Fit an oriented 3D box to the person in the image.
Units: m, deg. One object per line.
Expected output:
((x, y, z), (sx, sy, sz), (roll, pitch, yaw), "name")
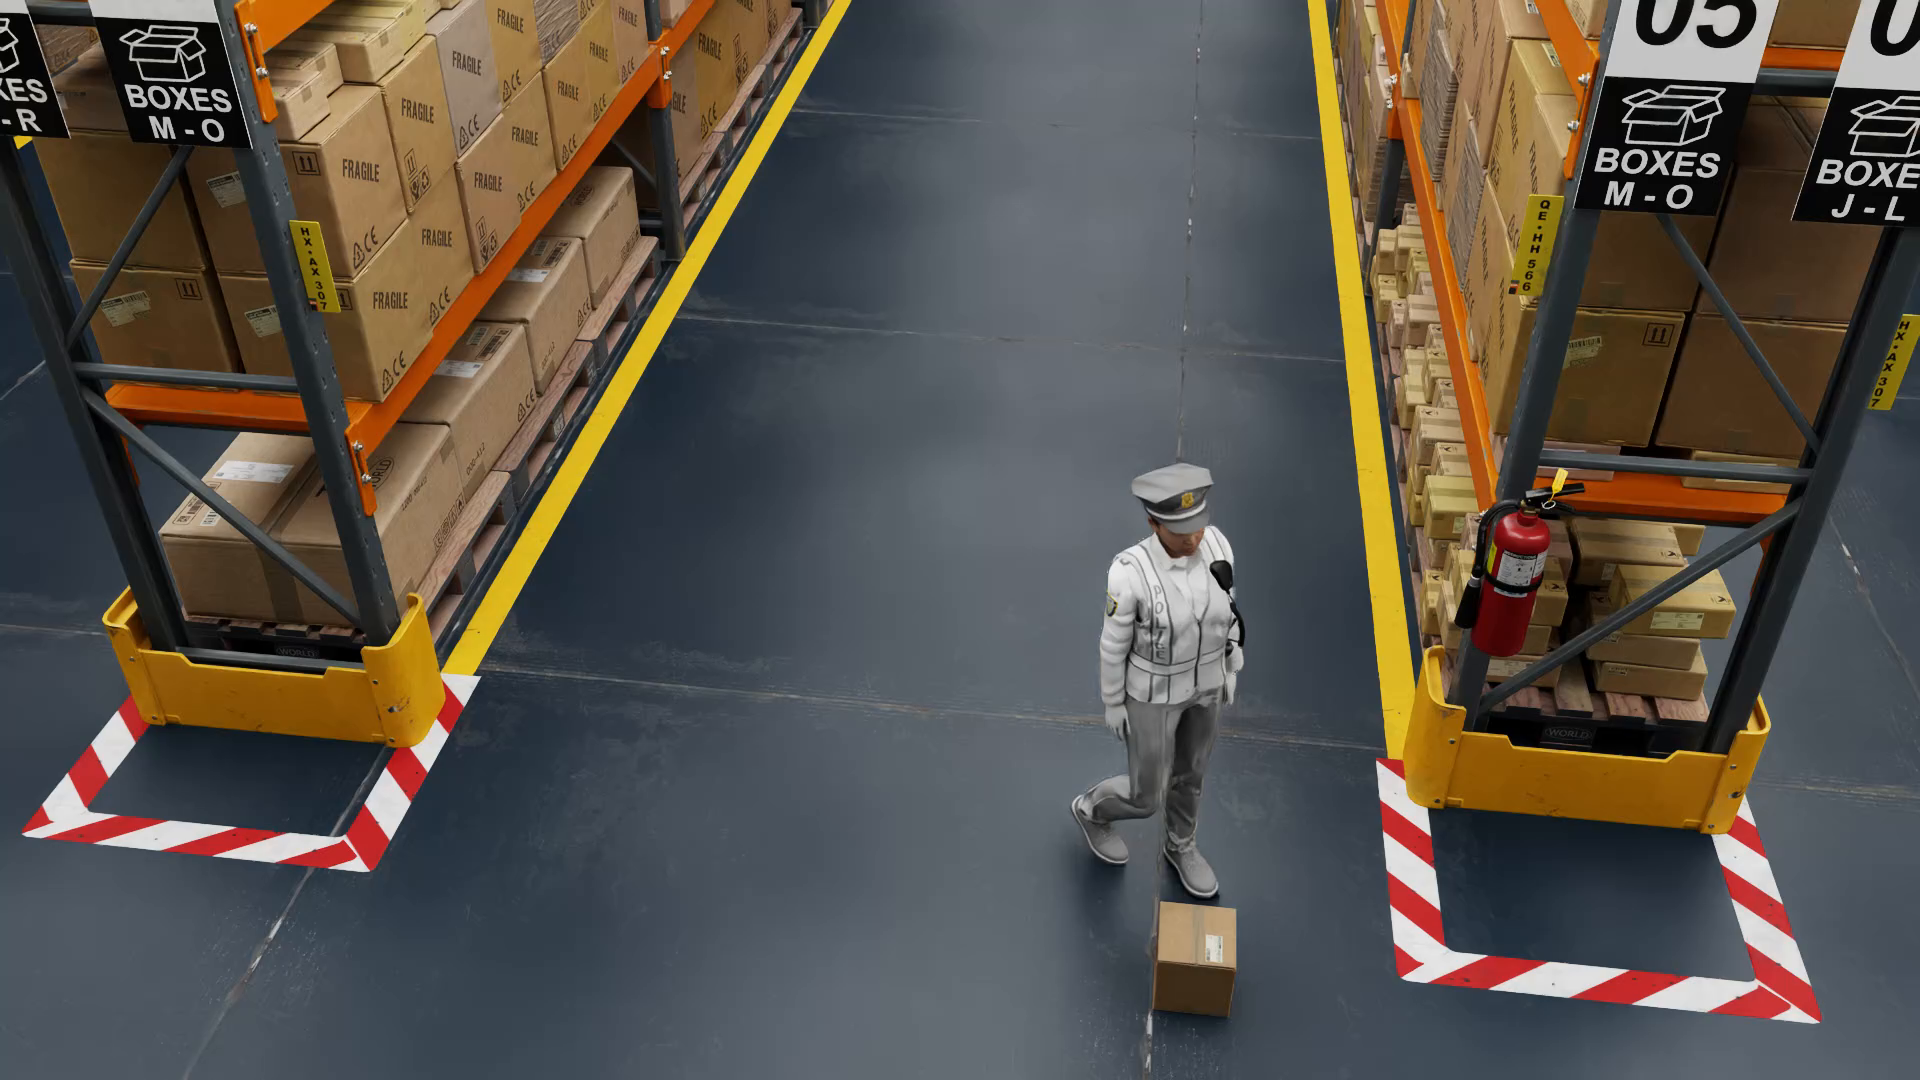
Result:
((0.703, 0.469, 5.475), (0.497, 1.670, 0.521), (-19, 41, -24), "person")
